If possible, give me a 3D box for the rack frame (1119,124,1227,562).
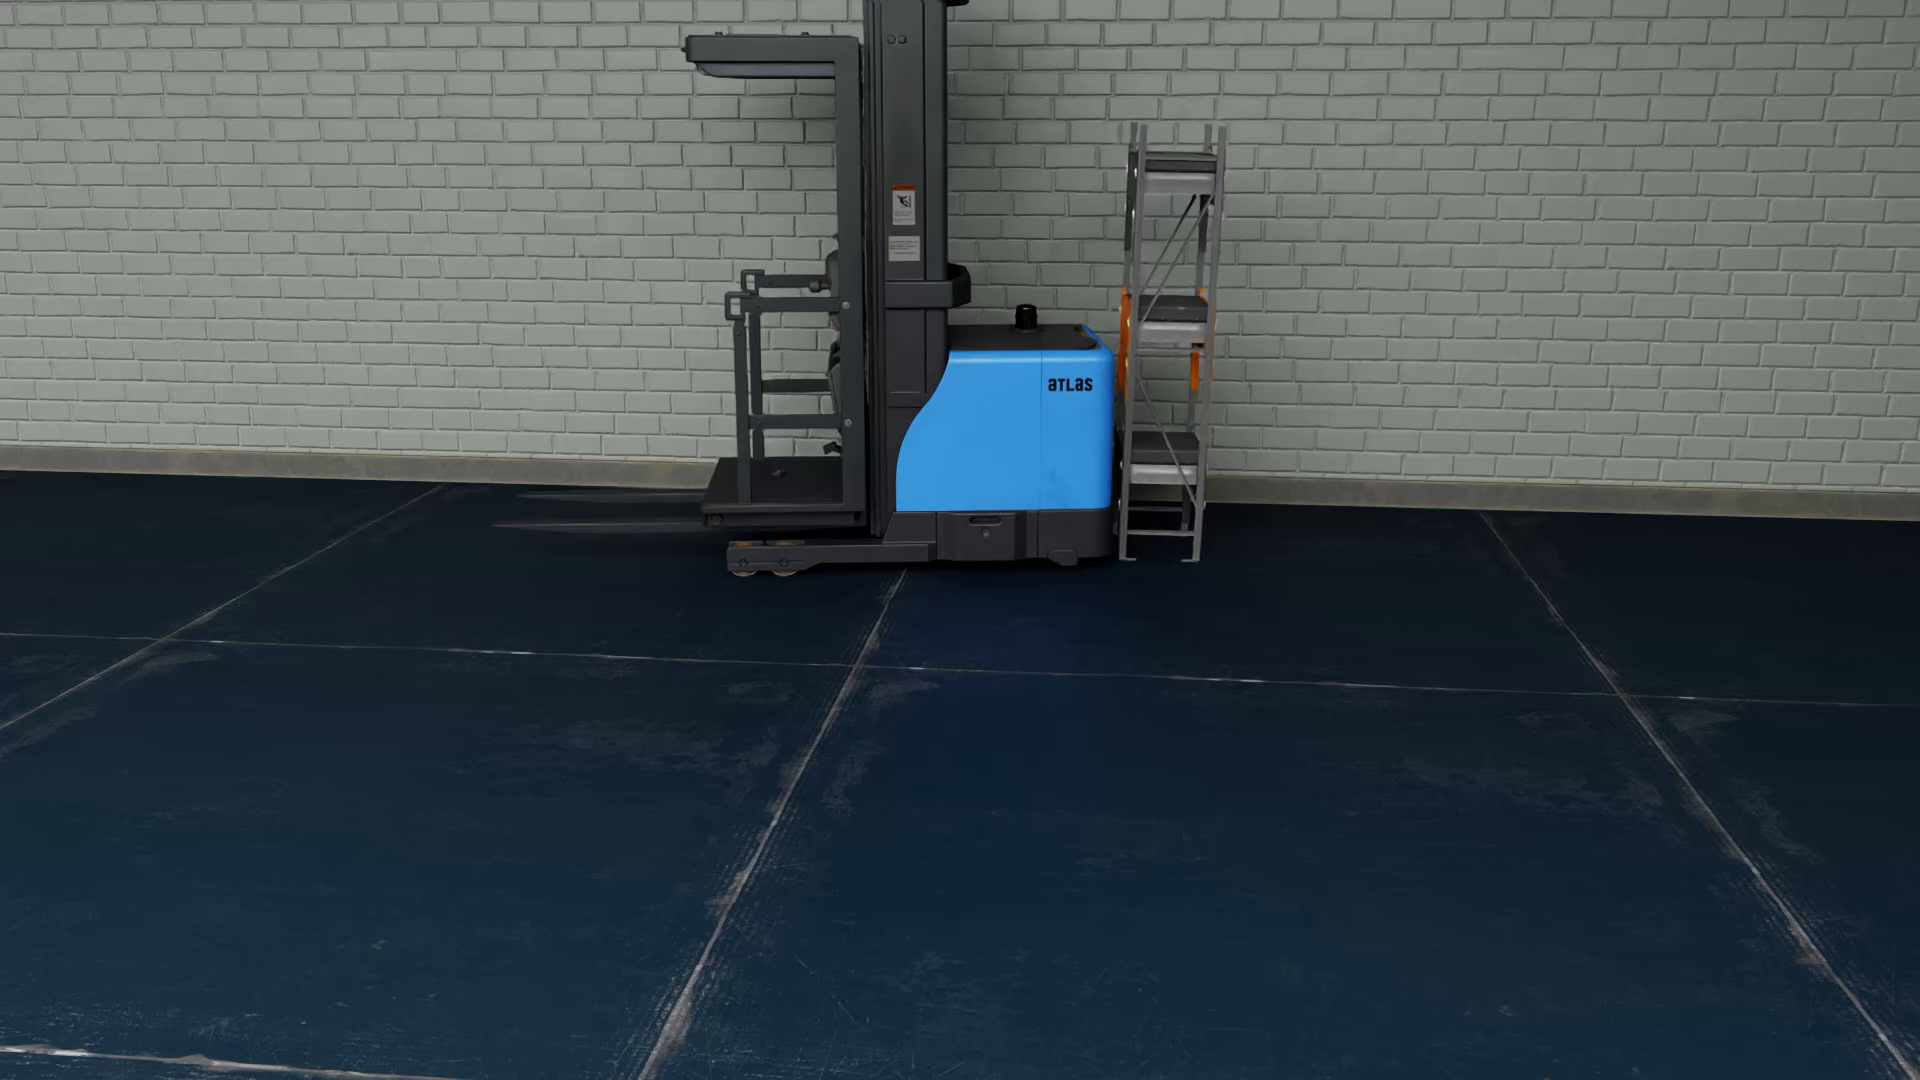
[{"bbox_3d":[1.011,-0.909,7.981,0.400,2.100,0.015,1,15,0],"label":"rack frame"}]

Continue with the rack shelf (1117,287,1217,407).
[{"bbox_3d":[1.014,-0.960,8.220,0.431,0.518,0.480,1,15,0],"label":"rack shelf"}]

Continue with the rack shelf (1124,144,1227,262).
[{"bbox_3d":[1.029,-1.635,8.037,0.431,0.518,0.480,1,15,0],"label":"rack shelf"}]

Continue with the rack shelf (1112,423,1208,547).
[{"bbox_3d":[0.998,-0.284,8.404,0.431,0.518,0.480,1,15,0],"label":"rack shelf"}]

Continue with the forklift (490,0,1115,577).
[{"bbox_3d":[-0.786,-1.377,8.141,3.031,2.935,1.130,-1,15,-3],"label":"forklift"}]

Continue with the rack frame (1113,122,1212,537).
[{"bbox_3d":[1.017,-1.037,8.452,0.400,2.100,0.015,1,15,0],"label":"rack frame"}]

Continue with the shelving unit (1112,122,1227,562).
[{"bbox_3d":[1.014,-0.973,8.217,0.431,2.100,0.503,1,15,0],"label":"shelving unit"}]
